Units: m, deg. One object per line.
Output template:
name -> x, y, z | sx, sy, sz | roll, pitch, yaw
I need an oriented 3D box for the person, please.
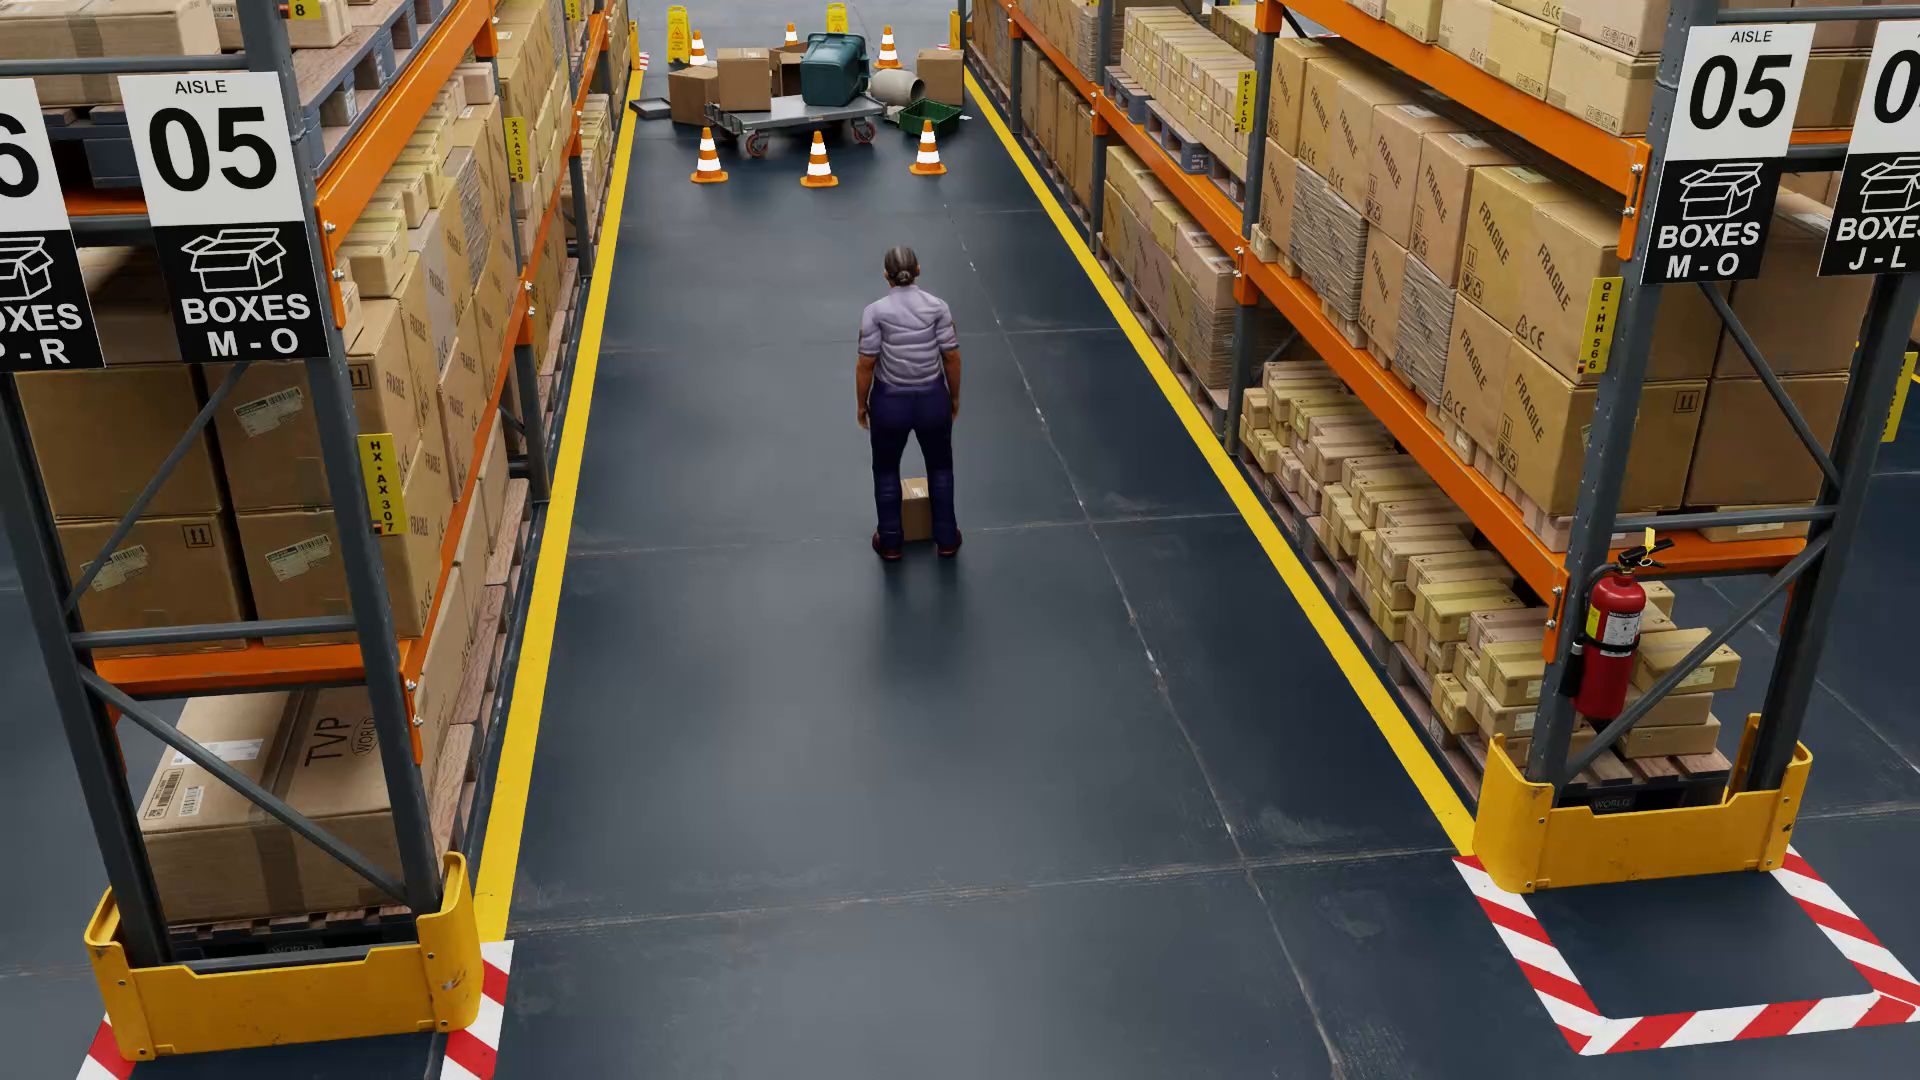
person -> -0.251, -0.678, 8.456 | 0.552, 1.637, 0.331 | -4, 28, -8
